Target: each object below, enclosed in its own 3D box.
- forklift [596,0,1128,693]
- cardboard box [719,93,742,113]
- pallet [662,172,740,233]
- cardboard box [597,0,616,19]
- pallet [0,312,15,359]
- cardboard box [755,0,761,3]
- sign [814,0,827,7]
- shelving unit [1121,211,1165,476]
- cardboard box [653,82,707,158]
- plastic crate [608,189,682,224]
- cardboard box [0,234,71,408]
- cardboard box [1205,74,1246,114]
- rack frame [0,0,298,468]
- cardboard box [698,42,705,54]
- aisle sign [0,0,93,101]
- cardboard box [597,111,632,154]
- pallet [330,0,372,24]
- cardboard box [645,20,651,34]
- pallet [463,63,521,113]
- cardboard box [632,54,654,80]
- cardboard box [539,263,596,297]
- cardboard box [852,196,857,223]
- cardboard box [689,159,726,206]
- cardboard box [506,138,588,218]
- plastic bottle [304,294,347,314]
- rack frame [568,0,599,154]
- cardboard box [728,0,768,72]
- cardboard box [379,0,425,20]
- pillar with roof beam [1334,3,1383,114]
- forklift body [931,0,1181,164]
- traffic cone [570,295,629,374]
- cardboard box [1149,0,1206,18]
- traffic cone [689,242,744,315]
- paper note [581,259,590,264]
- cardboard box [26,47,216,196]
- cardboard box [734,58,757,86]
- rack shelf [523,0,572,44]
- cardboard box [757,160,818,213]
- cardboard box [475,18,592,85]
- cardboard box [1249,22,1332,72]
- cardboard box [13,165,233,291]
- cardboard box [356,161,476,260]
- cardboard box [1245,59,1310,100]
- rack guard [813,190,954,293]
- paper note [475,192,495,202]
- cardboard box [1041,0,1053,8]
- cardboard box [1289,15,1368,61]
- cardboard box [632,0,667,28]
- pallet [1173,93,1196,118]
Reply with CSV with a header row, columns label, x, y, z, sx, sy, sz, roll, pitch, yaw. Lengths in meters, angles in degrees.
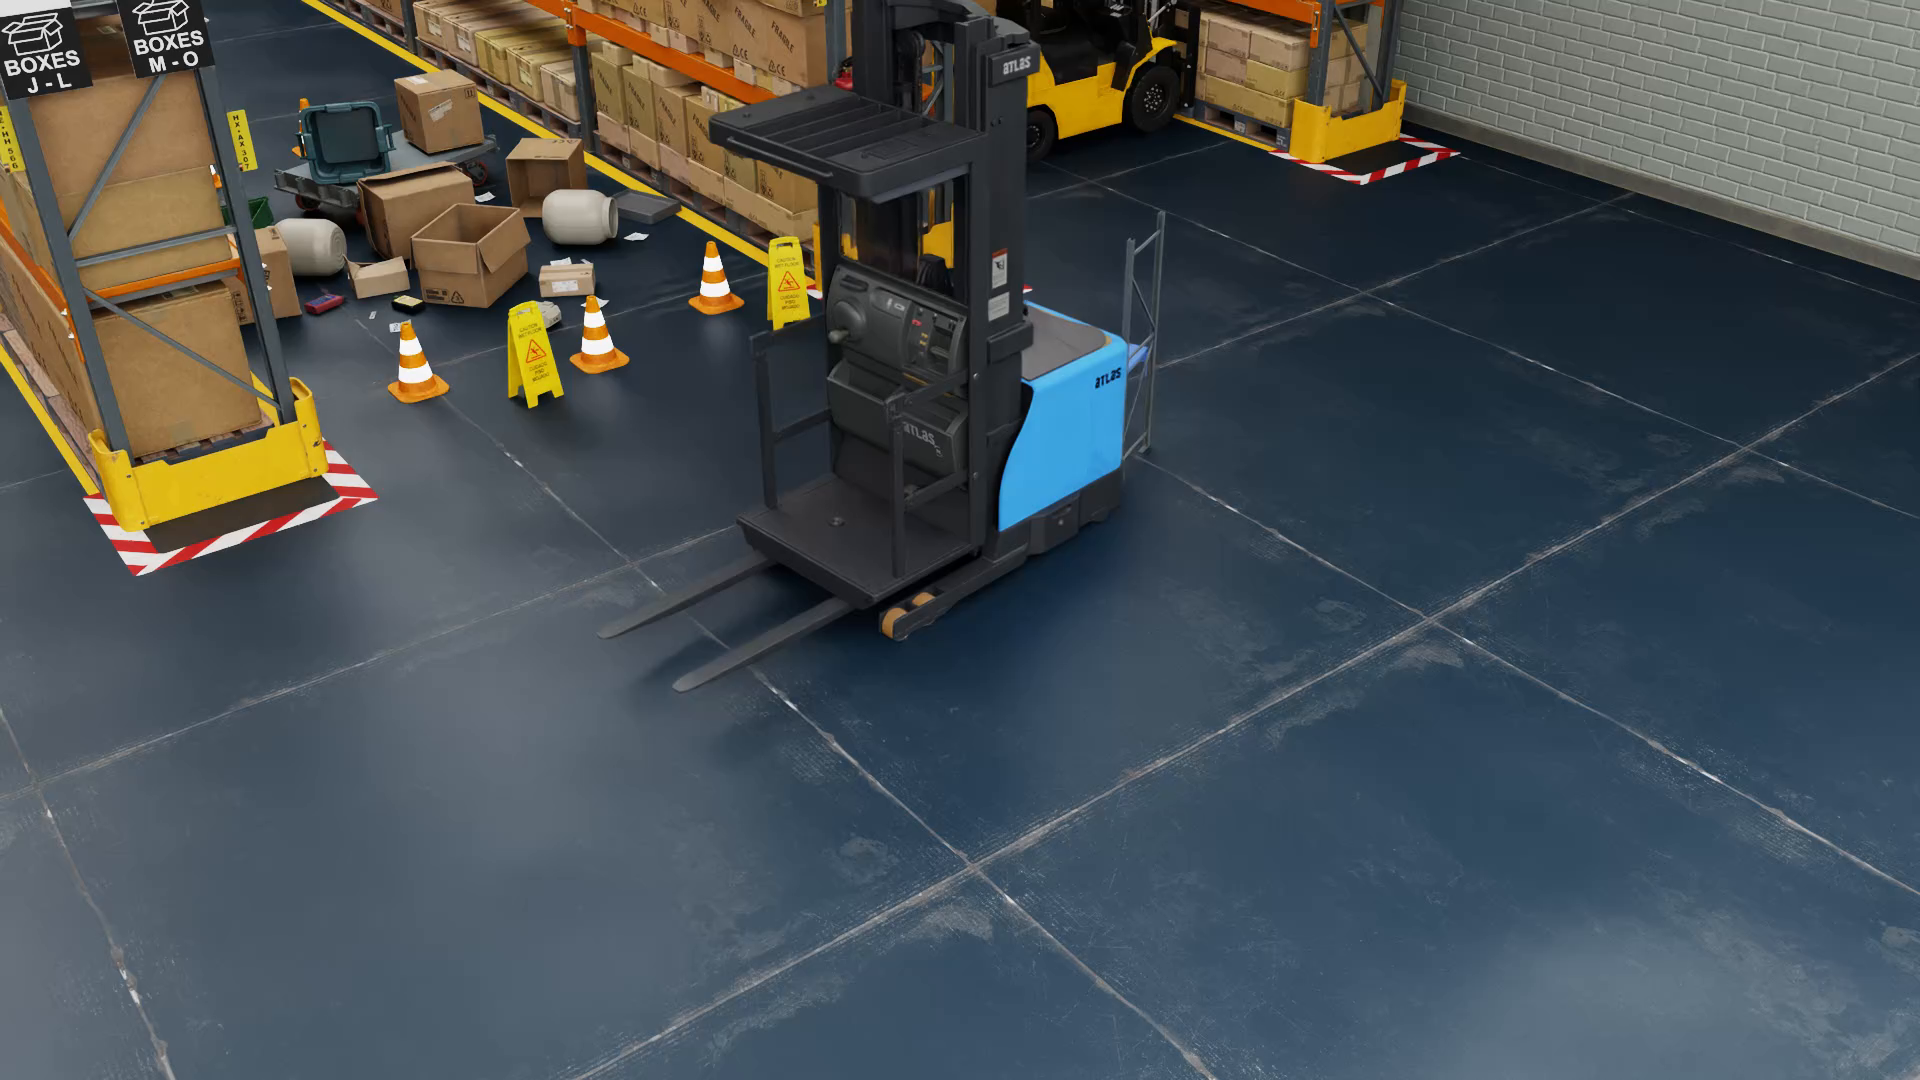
label,x,y,z,sx,sy,sz,roll,pitch,yaw
forklift,-0.470,-1.042,8.149,1.130,2.935,3.031,28,41,37
cardboard box,-1.601,-3.311,12.620,0.380,0.149,0.250,-22,38,-31
pallet,-1.734,-2.925,13.759,1.003,0.211,1.213,-22,38,-31
cardboard box,-2.791,-4.456,13.820,0.380,0.149,0.250,-21,38,-30
pallet,-6.370,-1.716,11.813,1.003,0.211,1.213,-22,38,-31
cardboard box,-1.264,-4.169,11.795,0.700,0.500,0.500,-22,38,-31
sign,-0.924,-3.675,10.926,0.100,0.325,0.005,-22,38,-31
shelving unit,0.581,-1.225,9.800,1.048,1.500,0.538,15,35,23
cardboard box,-2.124,-3.446,13.453,0.500,0.500,0.500,-20,37,-29
plastic crate,-2.611,-2.727,13.565,0.583,0.080,0.402,18,36,27
cardboard box,-5.331,-1.479,10.404,0.875,0.875,0.875,-23,39,-32
cardboard box,2.610,-4.141,15.283,0.500,0.250,0.500,-22,38,-31
rack frame,-4.322,-1.576,8.945,1.000,3.000,0.127,-22,38,-31
cardboard box,-1.794,-3.843,12.833,0.380,0.149,0.250,-22,38,-31
aisle sign,-4.515,-2.554,8.055,0.394,0.787,0.004,-22,38,-31
cardboard box,-2.778,-3.564,14.353,0.500,0.250,0.500,-24,39,-33
pallet,-6.547,-6.230,19.081,1.003,0.211,1.213,-22,38,-31
cardboard box,-2.291,-4.140,13.311,0.380,0.149,0.250,-22,38,-32
pallet,-4.157,-4.535,16.352,1.003,0.211,1.213,-22,38,-31
cardboard box,-2.432,-3.873,13.525,0.380,0.149,0.250,-21,37,-30
cardboard box,-2.872,-1.901,12.170,0.380,0.149,0.250,-4,32,-7
cardboard box,-0.750,-2.656,12.891,0.500,0.250,0.500,-23,38,-32
cardboard box,-1.818,-2.915,13.308,0.500,0.250,0.500,-24,39,-33
cardboard box,-3.344,-2.939,13.506,0.500,0.500,0.500,1,32,2
plastic bottle,-4.546,-1.705,11.937,0.133,0.061,0.283,18,36,27
rack frame,-2.926,-4.887,14.275,1.000,3.000,0.127,-22,38,-31
cardboard box,-1.327,-3.736,12.045,0.500,0.500,0.500,-22,38,-31
cardboard box,-5.737,-6.144,17.916,0.875,0.875,0.875,-23,38,-32
pillar with roof beam,0.329,-6.565,11.290,9.100,9.000,0.400,-22,38,-31
forklift body,0.841,-4.667,14.725,2.313,2.155,1.214,-22,38,-31
traffic cone,-2.425,-1.403,11.070,0.336,0.463,0.334,-22,38,-31
cardboard box,1.977,-4.985,15.693,0.500,0.250,0.500,-23,39,-32
traffic cone,-1.756,-1.904,11.877,0.336,0.463,0.334,-22,38,-31
paper note,-2.843,-2.115,12.645,0.032,0.001,0.123,-22,38,-31
cardboard box,-4.519,-2.266,8.889,0.875,0.550,0.550,-22,38,-31
cardboard box,-1.437,-3.481,12.249,0.380,0.149,0.250,-22,38,-31
rack shelf,-4.153,-5.415,15.807,1.077,0.370,4.000,-22,38,-31
cardboard box,-1.171,-2.798,12.409,0.500,0.500,0.500,-22,38,-31
cardboard box,-4.121,-4.754,16.154,0.950,0.372,0.625,-21,37,-30
cardboard box,2.916,-4.353,14.676,0.500,0.250,0.500,-21,37,-30
cardboard box,-4.585,-1.780,9.130,0.875,0.550,0.550,-22,38,-31
cardboard box,-4.130,-2.517,12.697,0.797,0.637,0.503,-22,38,-31
cardboard box,2.900,-4.152,14.826,0.500,0.250,0.500,-23,38,-32
rack guard,-0.520,-2.189,12.301,1.175,0.500,0.348,-22,38,-31
paper note,-3.949,-2.853,13.814,0.148,0.019,0.142,-22,38,-31
cardboard box,1.045,-5.415,16.861,0.500,0.250,0.500,-22,38,-32
cardboard box,3.300,-4.524,14.951,0.500,0.250,0.500,-23,39,-32
cardboard box,-2.253,-4.367,13.061,0.500,0.500,0.500,-23,38,-32
pallet,2.199,-4.456,16.224,1.003,0.211,1.213,-22,38,-31
